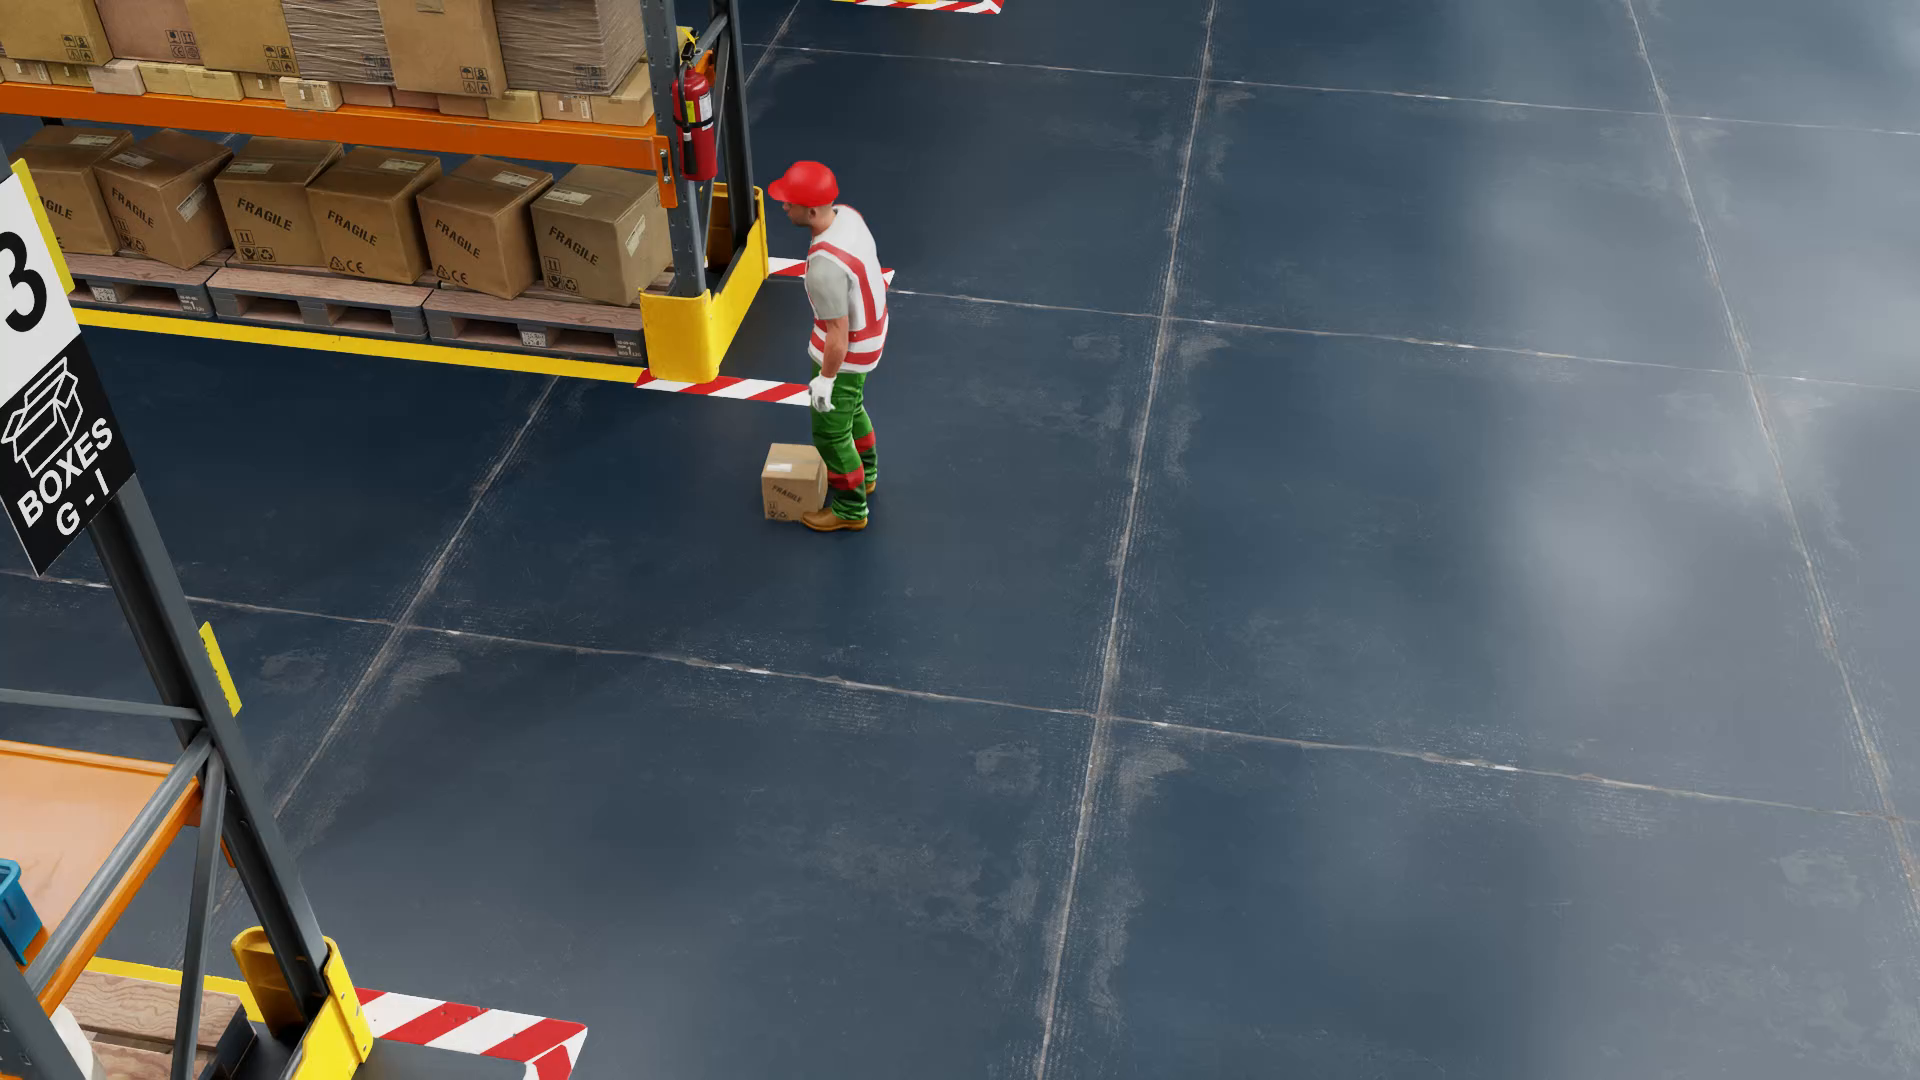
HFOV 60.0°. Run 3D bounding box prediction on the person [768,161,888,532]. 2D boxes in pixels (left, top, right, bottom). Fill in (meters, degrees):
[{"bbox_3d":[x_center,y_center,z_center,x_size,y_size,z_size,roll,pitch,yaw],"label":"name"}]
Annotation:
[{"bbox_3d":[-0.536,-0.817,7.114,0.451,1.777,0.610,4,40,5],"label":"person"}]
